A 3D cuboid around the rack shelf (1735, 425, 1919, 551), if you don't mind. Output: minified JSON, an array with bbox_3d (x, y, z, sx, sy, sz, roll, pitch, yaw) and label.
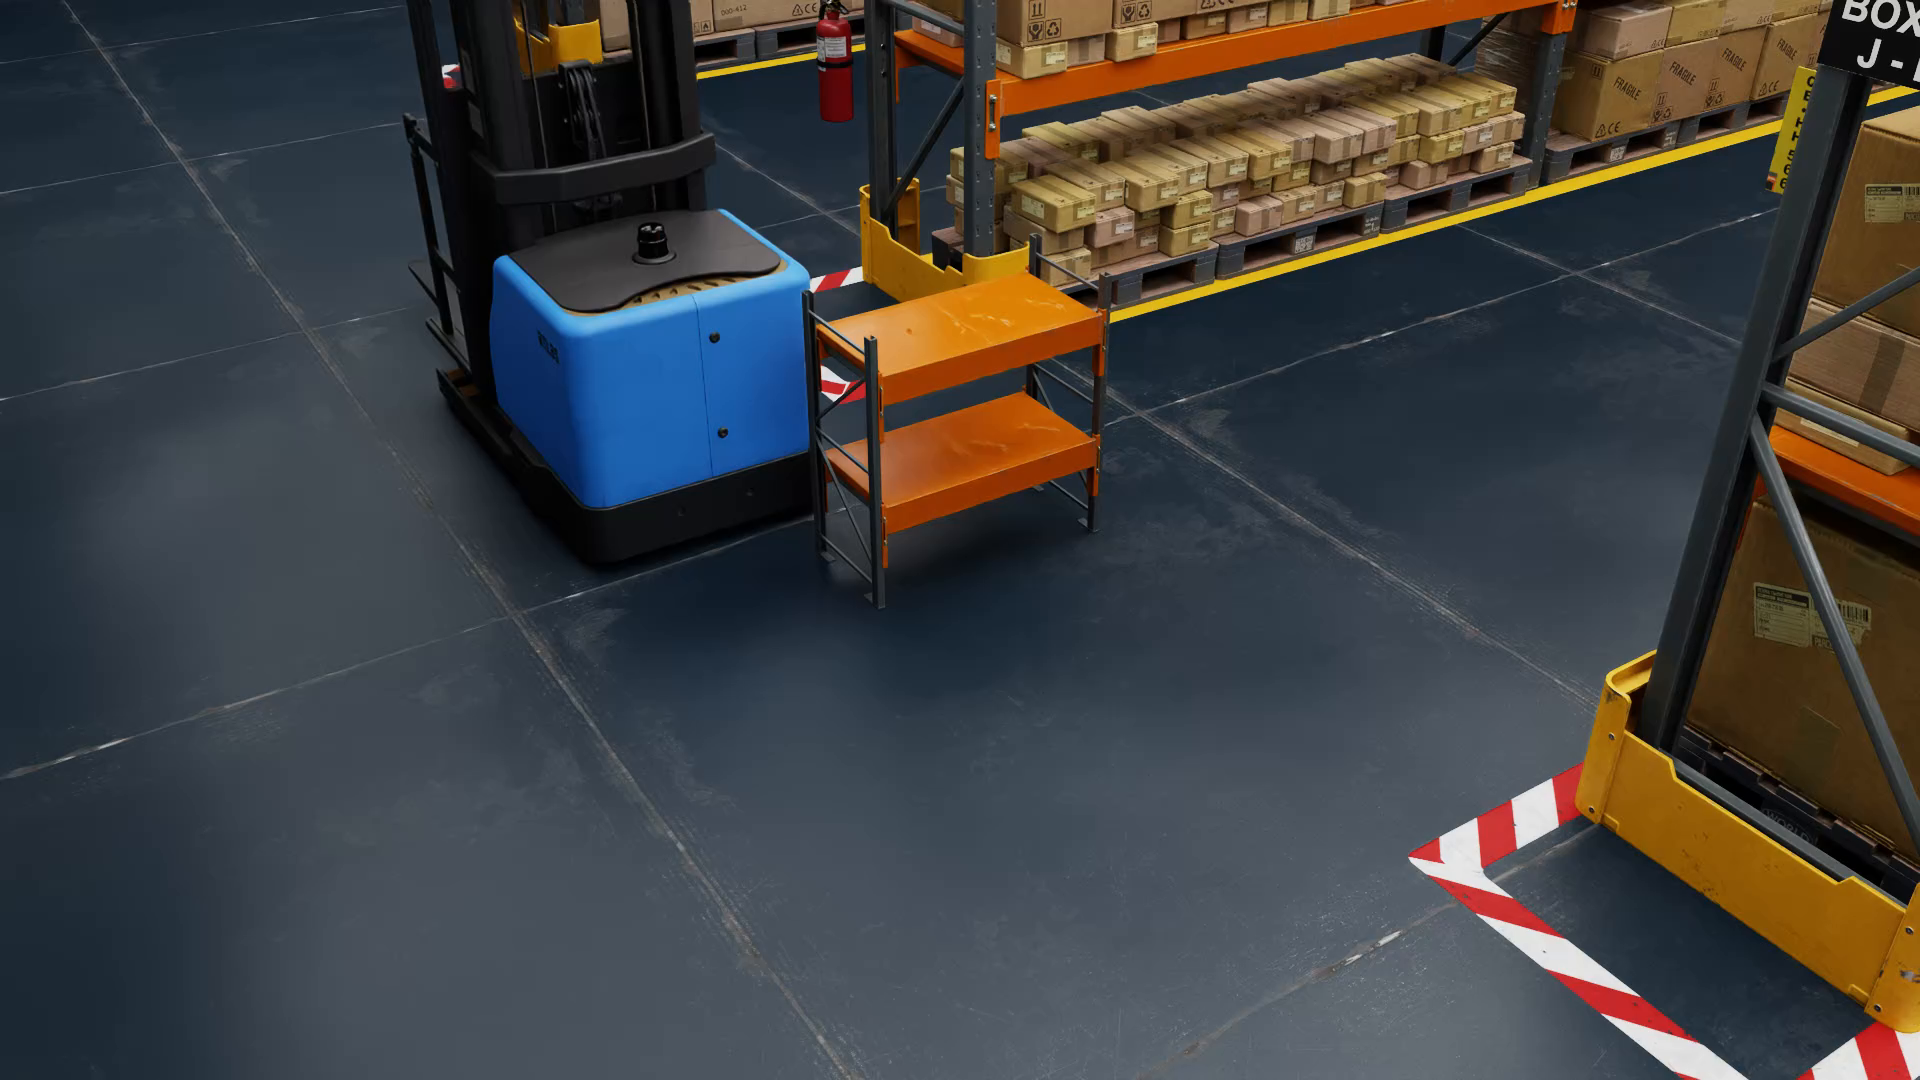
[{"bbox_3d":[4.128,-0.485,5.382,4.000,0.370,1.077,-19,37,-27],"label":"rack shelf"}]

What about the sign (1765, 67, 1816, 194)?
[{"bbox_3d":[2.165,-1.049,4.293,0.005,0.325,0.100,-19,37,-27],"label":"sign"}]

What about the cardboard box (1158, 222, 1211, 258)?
[{"bbox_3d":[1.114,-1.656,8.843,0.250,0.149,0.380,-18,37,-27],"label":"cardboard box"}]

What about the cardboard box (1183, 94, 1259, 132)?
[{"bbox_3d":[1.478,-2.397,9.460,0.250,0.149,0.380,-19,37,-27],"label":"cardboard box"}]

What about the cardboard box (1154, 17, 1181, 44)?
[{"bbox_3d":[0.885,-2.587,8.276,0.250,0.149,0.380,-17,36,-25],"label":"cardboard box"}]

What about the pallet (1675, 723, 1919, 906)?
[{"bbox_3d":[3.077,0.702,5.439,1.213,0.211,1.003,-19,37,-27],"label":"pallet"}]

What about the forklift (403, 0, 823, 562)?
[{"bbox_3d":[-1.771,-1.902,7.018,1.130,2.935,3.031,-18,37,-27],"label":"forklift"}]

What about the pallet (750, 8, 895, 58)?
[{"bbox_3d":[-1.268,-4.093,13.040,1.213,0.211,1.003,-19,37,-27],"label":"pallet"}]

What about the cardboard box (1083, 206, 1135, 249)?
[{"bbox_3d":[0.685,-1.653,8.558,0.250,0.149,0.380,-19,37,-27],"label":"cardboard box"}]

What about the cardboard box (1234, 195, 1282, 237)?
[{"bbox_3d":[1.533,-1.806,9.080,0.250,0.149,0.380,-21,38,-30],"label":"cardboard box"}]

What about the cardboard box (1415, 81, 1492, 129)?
[{"bbox_3d":[2.856,-2.533,9.675,0.250,0.149,0.380,-18,37,-27],"label":"cardboard box"}]

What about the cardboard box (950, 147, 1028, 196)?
[{"bbox_3d":[0.152,-1.955,8.758,0.250,0.149,0.380,-19,37,-27],"label":"cardboard box"}]

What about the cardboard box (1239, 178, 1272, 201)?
[{"bbox_3d":[1.494,-2.005,9.116,0.250,0.149,0.380,-17,36,-25],"label":"cardboard box"}]

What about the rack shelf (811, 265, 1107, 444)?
[{"bbox_3d":[-0.006,-0.721,6.291,1.000,0.278,0.538,-19,37,-27],"label":"rack shelf"}]

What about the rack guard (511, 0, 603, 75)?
[{"bbox_3d":[-2.942,-3.591,11.974,0.348,0.500,1.175,-19,37,-27],"label":"rack guard"}]

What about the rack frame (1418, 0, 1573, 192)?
[{"bbox_3d":[3.207,-3.621,9.679,0.127,3.000,1.000,-19,37,-27],"label":"rack frame"}]

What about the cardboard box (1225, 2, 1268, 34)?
[{"bbox_3d":[1.349,-2.713,8.475,0.250,0.149,0.380,-20,37,-28],"label":"cardboard box"}]

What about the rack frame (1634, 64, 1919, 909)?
[{"bbox_3d":[2.447,-0.211,4.273,0.127,3.000,1.000,-19,37,-27],"label":"rack frame"}]

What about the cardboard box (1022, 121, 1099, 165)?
[{"bbox_3d":[0.544,-2.134,9.042,0.250,0.149,0.380,-20,37,-28],"label":"cardboard box"}]

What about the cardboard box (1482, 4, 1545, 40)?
[{"bbox_3d":[3.696,-3.387,10.555,0.500,0.250,0.500,-20,37,-29],"label":"cardboard box"}]

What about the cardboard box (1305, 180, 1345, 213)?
[{"bbox_3d":[1.936,-1.982,9.359,0.250,0.149,0.380,-18,37,-26],"label":"cardboard box"}]

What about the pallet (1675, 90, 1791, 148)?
[{"bbox_3d":[4.887,-3.022,11.343,1.213,0.211,1.003,-19,37,-27],"label":"pallet"}]

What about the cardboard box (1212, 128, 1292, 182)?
[{"bbox_3d":[1.565,-2.077,8.951,0.250,0.149,0.380,-18,37,-27],"label":"cardboard box"}]

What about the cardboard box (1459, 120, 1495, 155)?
[{"bbox_3d":[2.894,-2.401,9.745,0.250,0.149,0.380,-21,38,-29],"label":"cardboard box"}]

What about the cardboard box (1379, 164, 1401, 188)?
[{"bbox_3d":[2.324,-2.162,9.644,0.250,0.149,0.380,-20,37,-28],"label":"cardboard box"}]

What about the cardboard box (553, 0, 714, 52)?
[{"bbox_3d":[-2.422,-3.985,12.263,0.875,0.438,0.875,-20,38,-29],"label":"cardboard box"}]

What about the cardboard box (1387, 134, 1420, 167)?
[{"bbox_3d":[2.414,-2.287,9.564,0.250,0.149,0.380,-19,37,-27],"label":"cardboard box"}]

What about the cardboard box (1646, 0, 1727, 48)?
[{"bbox_3d":[4.417,-3.309,10.430,0.500,0.250,0.500,-18,36,-26],"label":"cardboard box"}]

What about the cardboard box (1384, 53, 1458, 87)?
[{"bbox_3d":[2.805,-2.838,10.158,0.250,0.149,0.380,-17,36,-25],"label":"cardboard box"}]

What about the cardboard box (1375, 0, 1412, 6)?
[{"bbox_3d":[2.237,-2.998,8.927,0.250,0.149,0.380,-21,38,-29],"label":"cardboard box"}]

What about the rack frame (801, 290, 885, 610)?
[{"bbox_3d":[-0.433,-0.327,6.214,0.032,1.125,0.500,-19,37,-27],"label":"rack frame"}]

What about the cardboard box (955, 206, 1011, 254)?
[{"bbox_3d":[0.174,-1.682,8.884,0.250,0.149,0.380,-18,37,-26],"label":"cardboard box"}]

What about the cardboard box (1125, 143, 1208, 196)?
[{"bbox_3d":[1.081,-1.945,8.743,0.250,0.149,0.380,-21,38,-30],"label":"cardboard box"}]

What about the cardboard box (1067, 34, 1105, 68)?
[{"bbox_3d":[0.486,-2.397,7.974,0.250,0.149,0.380,-18,36,-26],"label":"cardboard box"}]

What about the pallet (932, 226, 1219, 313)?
[{"bbox_3d":[0.611,-1.526,8.972,1.213,0.211,1.003,-19,37,-27],"label":"pallet"}]

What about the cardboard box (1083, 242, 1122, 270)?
[{"bbox_3d":[0.634,-1.557,8.685,0.250,0.149,0.380,-19,37,-27],"label":"cardboard box"}]

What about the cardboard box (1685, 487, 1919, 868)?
[{"bbox_3d":[2.942,0.289,5.078,0.875,0.875,0.875,-19,37,-27],"label":"cardboard box"}]

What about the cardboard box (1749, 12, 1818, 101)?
[{"bbox_3d":[5.283,-3.282,11.090,0.500,0.500,0.500,-21,38,-29],"label":"cardboard box"}]

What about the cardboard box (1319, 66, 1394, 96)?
[{"bbox_3d":[2.356,-2.690,9.923,0.250,0.149,0.380,-20,37,-28],"label":"cardboard box"}]

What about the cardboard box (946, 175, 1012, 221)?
[{"bbox_3d":[0.134,-1.843,8.860,0.250,0.149,0.380,-20,37,-29],"label":"cardboard box"}]

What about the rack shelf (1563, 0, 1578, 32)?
[{"bbox_3d":[4.888,-3.895,10.787,4.000,0.370,1.077,-19,37,-27],"label":"rack shelf"}]

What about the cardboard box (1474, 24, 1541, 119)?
[{"bbox_3d":[3.692,-3.068,10.752,0.500,0.500,0.500,-20,37,-28],"label":"cardboard box"}]

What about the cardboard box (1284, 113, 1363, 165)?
[{"bbox_3d":[1.992,-2.215,9.171,0.250,0.149,0.380,-20,38,-29],"label":"cardboard box"}]

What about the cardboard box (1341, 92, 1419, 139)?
[{"bbox_3d":[2.390,-2.418,9.493,0.250,0.149,0.380,-18,36,-26],"label":"cardboard box"}]

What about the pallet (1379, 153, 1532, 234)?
[{"bbox_3d":[2.662,-2.232,10.090,1.213,0.211,1.003,-19,37,-27],"label":"pallet"}]

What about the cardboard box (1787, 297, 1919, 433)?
[{"bbox_3d":[2.711,-0.533,4.645,0.500,0.250,0.500,-20,37,-28],"label":"cardboard box"}]

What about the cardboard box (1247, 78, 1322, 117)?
[{"bbox_3d":[1.890,-2.567,9.729,0.250,0.149,0.380,-18,37,-26],"label":"cardboard box"}]

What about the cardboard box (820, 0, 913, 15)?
[{"bbox_3d":[-0.898,-4.513,13.101,0.875,0.438,0.875,-20,37,-29],"label":"cardboard box"}]

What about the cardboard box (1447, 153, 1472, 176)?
[{"bbox_3d":[2.798,-2.289,9.846,0.250,0.149,0.380,-18,36,-26],"label":"cardboard box"}]

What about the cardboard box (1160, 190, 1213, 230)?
[{"bbox_3d":[1.117,-1.788,8.773,0.250,0.149,0.380,-18,36,-26],"label":"cardboard box"}]

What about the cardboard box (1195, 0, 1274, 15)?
[{"bbox_3d":[1.226,-2.941,8.228,0.500,0.500,0.500,-18,37,-27],"label":"cardboard box"}]

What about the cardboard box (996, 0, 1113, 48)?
[{"bbox_3d":[0.372,-2.639,7.749,0.500,0.500,0.500,-17,36,-25],"label":"cardboard box"}]

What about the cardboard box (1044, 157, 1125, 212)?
[{"bbox_3d":[0.636,-1.821,8.546,0.250,0.149,0.380,-18,37,-26],"label":"cardboard box"}]

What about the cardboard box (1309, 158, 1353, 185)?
[{"bbox_3d":[1.974,-2.137,9.325,0.250,0.149,0.380,-21,38,-29],"label":"cardboard box"}]

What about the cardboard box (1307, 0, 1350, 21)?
[{"bbox_3d":[1.819,-2.843,8.681,0.250,0.149,0.380,-18,37,-26],"label":"cardboard box"}]

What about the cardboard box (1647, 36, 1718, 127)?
[{"bbox_3d":[4.415,-2.990,10.627,0.500,0.500,0.500,-17,36,-25],"label":"cardboard box"}]

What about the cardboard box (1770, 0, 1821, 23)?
[{"bbox_3d":[5.282,-3.609,10.906,0.500,0.250,0.500,-18,36,-26],"label":"cardboard box"}]

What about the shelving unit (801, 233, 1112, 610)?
[{"bbox_3d":[-0.006,-0.474,6.447,1.048,1.125,0.538,-19,37,-27],"label":"shelving unit"}]

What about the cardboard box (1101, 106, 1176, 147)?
[{"bbox_3d":[0.991,-2.283,9.278,0.250,0.149,0.380,-18,36,-26],"label":"cardboard box"}]
